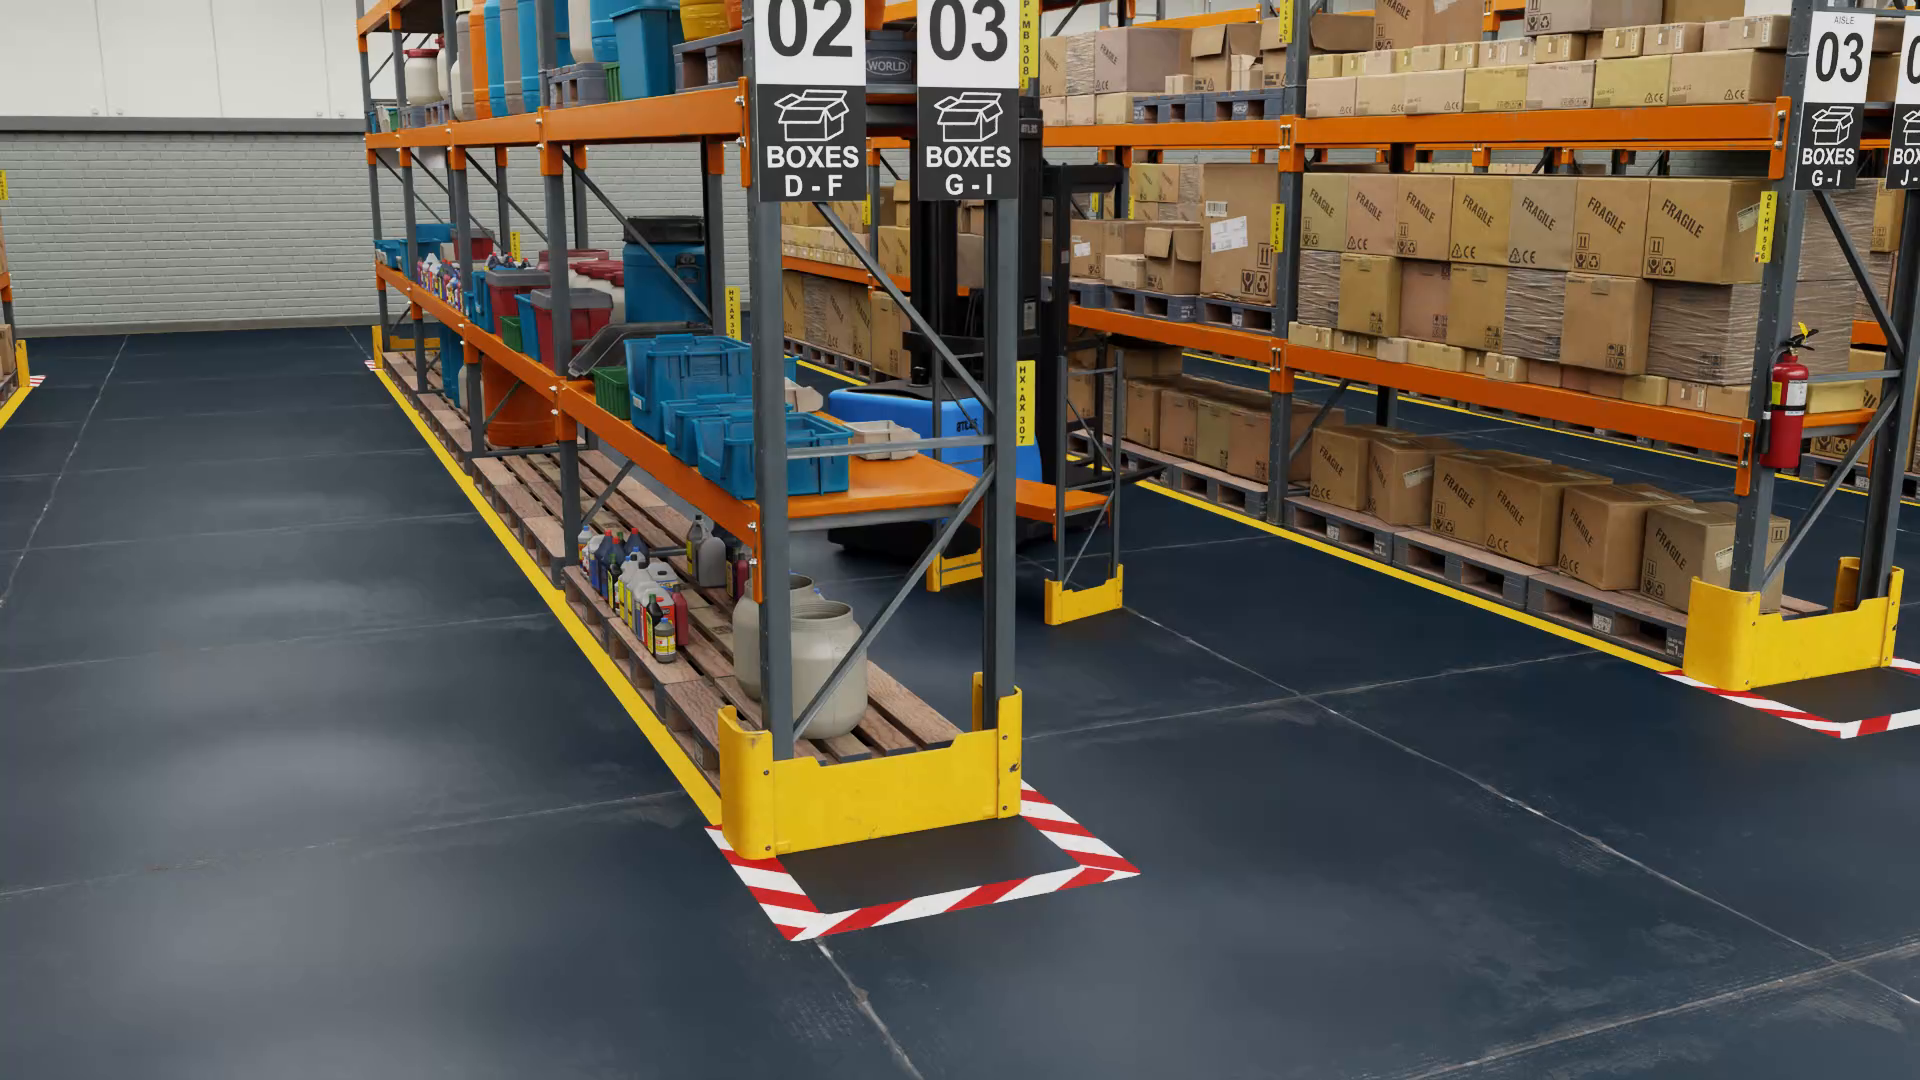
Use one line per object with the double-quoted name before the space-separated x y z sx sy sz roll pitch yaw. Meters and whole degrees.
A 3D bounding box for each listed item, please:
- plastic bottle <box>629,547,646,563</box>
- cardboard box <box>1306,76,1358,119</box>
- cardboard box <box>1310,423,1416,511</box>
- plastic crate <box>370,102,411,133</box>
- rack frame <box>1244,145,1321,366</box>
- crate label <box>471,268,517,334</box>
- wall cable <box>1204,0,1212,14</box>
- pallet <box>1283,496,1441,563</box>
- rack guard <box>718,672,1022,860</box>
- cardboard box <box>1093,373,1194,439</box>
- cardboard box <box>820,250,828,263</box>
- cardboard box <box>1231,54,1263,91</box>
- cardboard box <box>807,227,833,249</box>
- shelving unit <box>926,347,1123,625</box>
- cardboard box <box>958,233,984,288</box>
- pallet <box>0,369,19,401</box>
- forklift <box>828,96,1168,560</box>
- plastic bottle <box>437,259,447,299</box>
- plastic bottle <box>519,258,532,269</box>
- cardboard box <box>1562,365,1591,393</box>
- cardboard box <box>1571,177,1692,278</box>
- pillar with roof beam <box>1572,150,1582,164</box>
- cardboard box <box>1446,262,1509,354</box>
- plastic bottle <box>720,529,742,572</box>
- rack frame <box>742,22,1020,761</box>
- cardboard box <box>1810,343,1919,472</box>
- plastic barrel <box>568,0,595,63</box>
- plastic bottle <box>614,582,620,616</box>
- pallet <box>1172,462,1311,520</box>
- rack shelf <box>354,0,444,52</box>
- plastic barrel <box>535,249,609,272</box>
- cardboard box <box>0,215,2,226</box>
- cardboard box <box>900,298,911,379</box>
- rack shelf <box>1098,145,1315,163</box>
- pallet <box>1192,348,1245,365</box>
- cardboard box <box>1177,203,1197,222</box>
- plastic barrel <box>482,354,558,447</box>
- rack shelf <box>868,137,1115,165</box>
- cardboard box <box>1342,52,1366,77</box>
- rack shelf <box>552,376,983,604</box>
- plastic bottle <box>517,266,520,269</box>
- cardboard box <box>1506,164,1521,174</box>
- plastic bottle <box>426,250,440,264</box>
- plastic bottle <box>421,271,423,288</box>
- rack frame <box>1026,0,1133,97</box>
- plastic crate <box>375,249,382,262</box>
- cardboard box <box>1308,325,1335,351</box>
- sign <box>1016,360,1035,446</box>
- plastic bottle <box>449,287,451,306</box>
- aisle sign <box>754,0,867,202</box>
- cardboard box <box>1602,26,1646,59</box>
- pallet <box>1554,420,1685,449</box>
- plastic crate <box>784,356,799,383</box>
"plastic bottle" -1.757 0.173 9.045 0.097 0.271 0.097 0 13 0
"cardboard box" 2.615 -2.885 10.862 0.500 0.250 0.500 -6 14 -25
"cardboard box" 2.793 -0.513 11.546 0.500 0.500 0.500 -6 14 -25
"plastic crate" -6.315 -4.735 18.661 0.504 0.338 0.767 -6 14 -23
"rack frame" 4.050 -3.692 20.671 1.000 3.000 0.127 -6 14 -23
"crate label" -3.321 -1.779 12.326 0.502 0.435 0.616 -6 14 -23
"wall cable" 4.406 -9.059 30.555 0.463 3.000 0.029 -6 14 -23
"pallet" 2.971 -0.118 11.413 1.003 0.211 1.213 -6 14 -23
"rack guard" -0.340 0.868 6.512 1.175 0.500 0.348 -6 14 -23
"cardboard box" 1.588 -1.185 14.407 0.700 0.500 0.500 -7 15 -28
"cardboard box" -1.472 -3.442 20.146 0.380 0.149 0.250 -6 14 -24
"cardboard box" 2.202 -3.398 12.114 0.396 0.266 0.258 -5 14 -21
"cardboard box" -1.566 -3.722 20.471 0.500 0.250 0.500 -6 14 -24
"shelving unit" 0.370 -0.386 9.710 0.587 1.500 1.083 -12 18 -42
"cardboard box" 0.237 -2.778 16.498 0.500 0.500 0.500 -6 14 -25
"pallet" -10.865 -1.659 18.069 1.003 0.211 1.213 -6 14 -23
"forklift" 0.420 -1.552 11.573 1.130 2.935 3.031 10 16 36
"plastic bottle" -4.635 -2.351 14.985 0.144 0.351 0.185 -6 14 -23
"plastic bottle" -3.964 -2.406 15.222 0.144 0.351 0.185 -6 14 -23
"cardboard box" 3.574 -0.911 9.211 0.380 0.149 0.250 -6 14 -23
"cardboard box" 3.620 -1.661 8.795 0.500 0.500 0.500 -6 14 -23
"pillar with roof beam" 7.291 -8.608 28.607 9.100 9.000 0.400 -6 14 -23
"cardboard box" 3.416 -1.400 9.884 0.875 0.500 0.500 -6 14 -23
"plastic bottle" -1.269 0.058 9.367 0.144 0.351 0.185 -6 15 -26
"rack frame" -0.266 -0.339 6.181 1.000 3.000 0.127 -6 14 -23
"cardboard box" 7.443 -1.073 13.134 0.875 0.875 0.875 -5 14 -22
"plastic barrel" -1.876 -2.779 8.892 0.421 0.512 0.421 0 13 0
"plastic bottle" -1.758 0.288 8.705 0.097 0.201 0.097 0 13 0
"pallet" 2.357 -0.415 12.693 1.003 0.211 1.213 -6 14 -23
"rack shelf" -5.874 -5.609 18.128 1.077 0.370 4.000 -6 14 -23
"plastic barrel" -3.007 -1.989 13.011 0.600 0.536 0.708 -6 14 -23
"cardboard box" -10.785 -3.666 18.120 0.500 0.500 0.500 -6 14 -23
"cardboard box" 0.099 -2.120 17.657 1.225 0.875 0.875 -6 14 -25
"rack shelf" 3.249 -5.217 22.200 1.077 0.370 4.000 -6 14 -23
"pallet" 3.749 -2.469 21.572 1.003 0.211 1.213 -6 14 -23
"cardboard box" 3.193 -4.171 21.857 0.500 0.500 0.500 -6 14 -23
"plastic barrel" -3.682 -1.238 13.950 0.600 0.830 0.708 -6 14 -23
"rack shelf" 0.266 -3.963 16.784 1.077 0.370 4.000 -6 14 -23
"cardboard box" 2.687 -3.051 10.697 0.380 0.149 0.250 -6 14 -26
"rack shelf" -1.067 -0.401 8.047 1.077 0.370 4.000 -6 14 -23
"plastic bottle" -4.055 -2.393 15.343 0.097 0.271 0.097 0 13 0
"cardboard box" 7.915 -5.215 23.370 0.380 0.149 0.250 -6 14 -23
"plastic bottle" -5.213 -2.684 16.422 0.144 0.351 0.185 -6 14 -23
"plastic bottle" -5.201 -2.557 16.207 0.097 0.201 0.097 0 13 0
"rack frame" 1.067 -5.362 14.579 1.000 3.000 0.127 -6 14 -23
"plastic crate" -6.825 -3.391 19.819 0.250 0.136 0.298 -6 14 -23
"cardboard box" 2.569 -1.366 11.175 0.380 0.149 0.250 -6 14 -23
"sign" 0.240 -0.522 6.361 0.100 0.325 0.005 -6 14 -23
"plastic bottle" -4.341 -2.114 14.290 0.097 0.201 0.097 0 13 0
"aisle sign" -0.509 -1.564 5.708 0.394 0.787 0.004 -6 14 -23
"cardboard box" 3.546 -2.559 8.568 0.380 0.149 0.250 -6 14 -23
"pallet" 6.384 -1.086 15.595 1.003 0.211 1.213 -6 14 -23
"plastic crate" -1.176 -0.889 8.887 0.499 0.251 0.616 -6 14 -23
